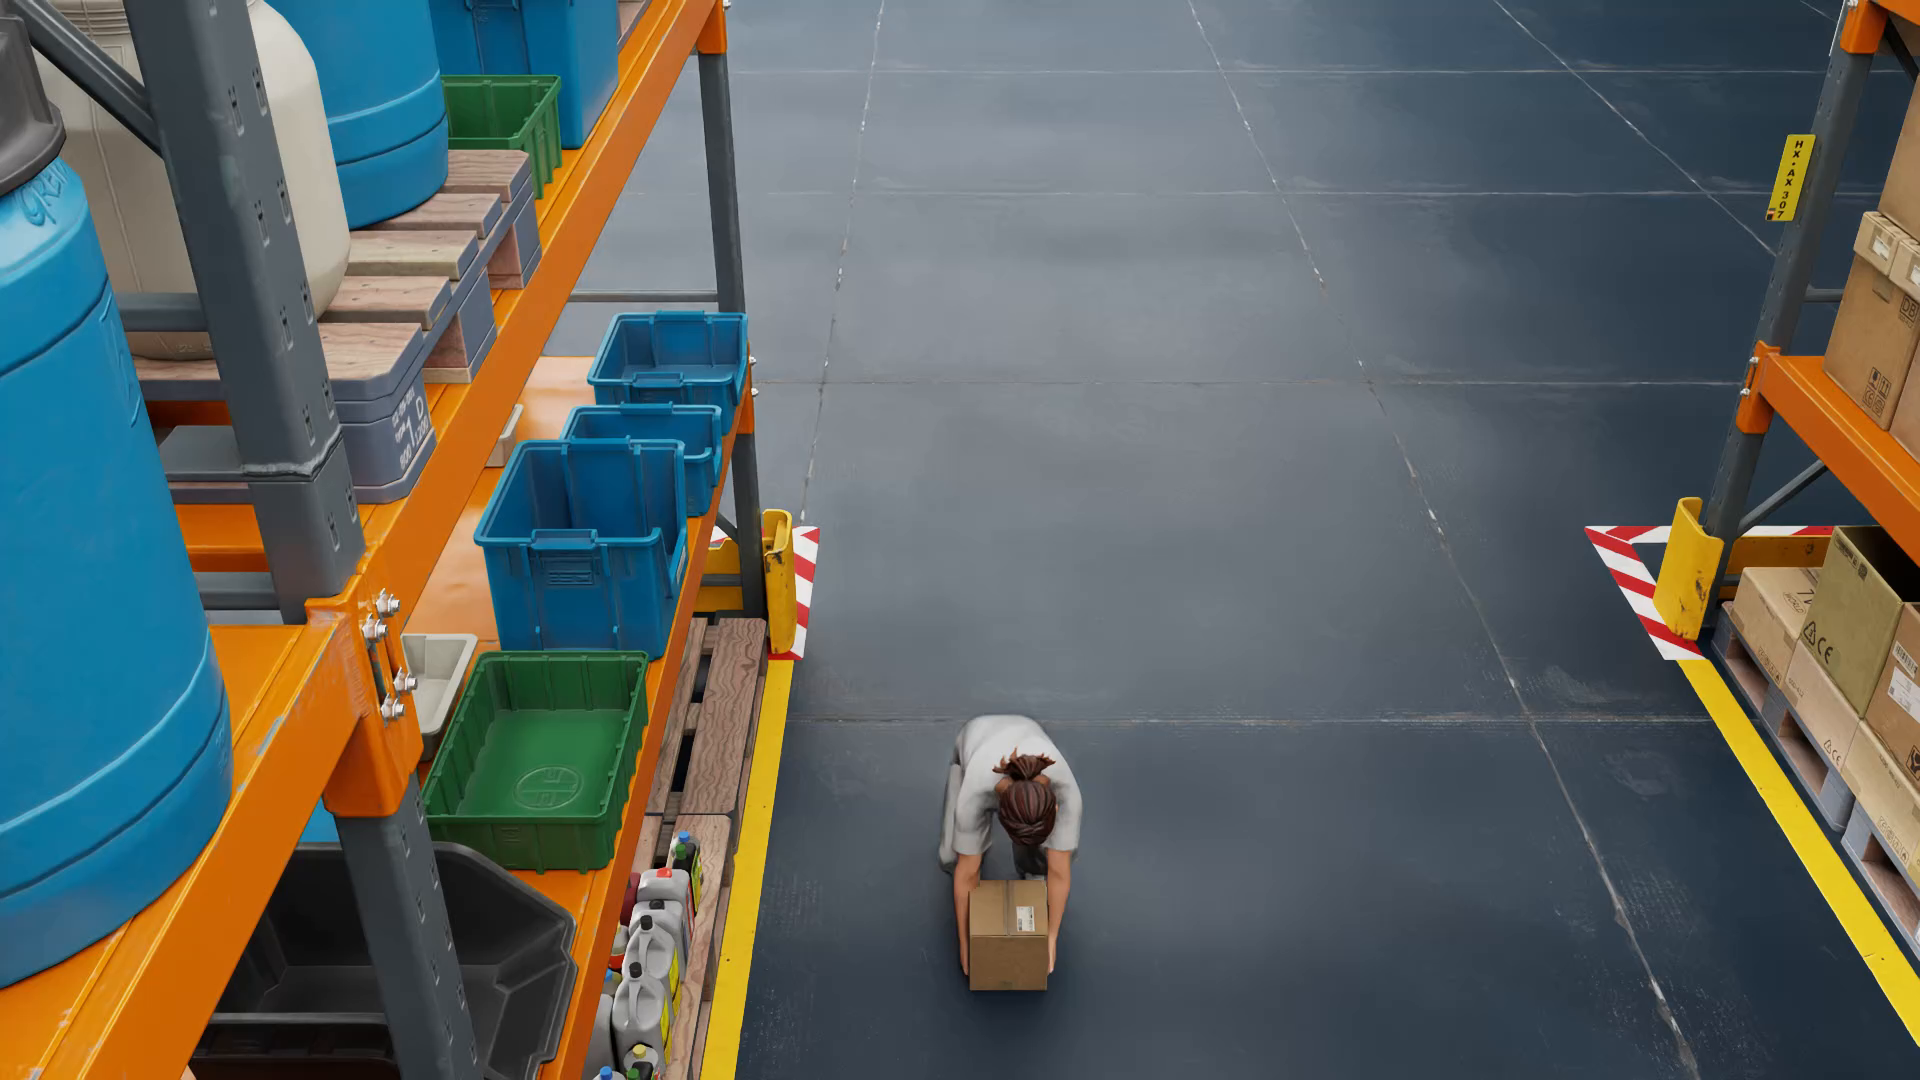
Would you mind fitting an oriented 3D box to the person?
[{"bbox_3d":[0.161,0.932,5.548,0.469,0.804,0.819,0,32,0],"label":"person"}]
